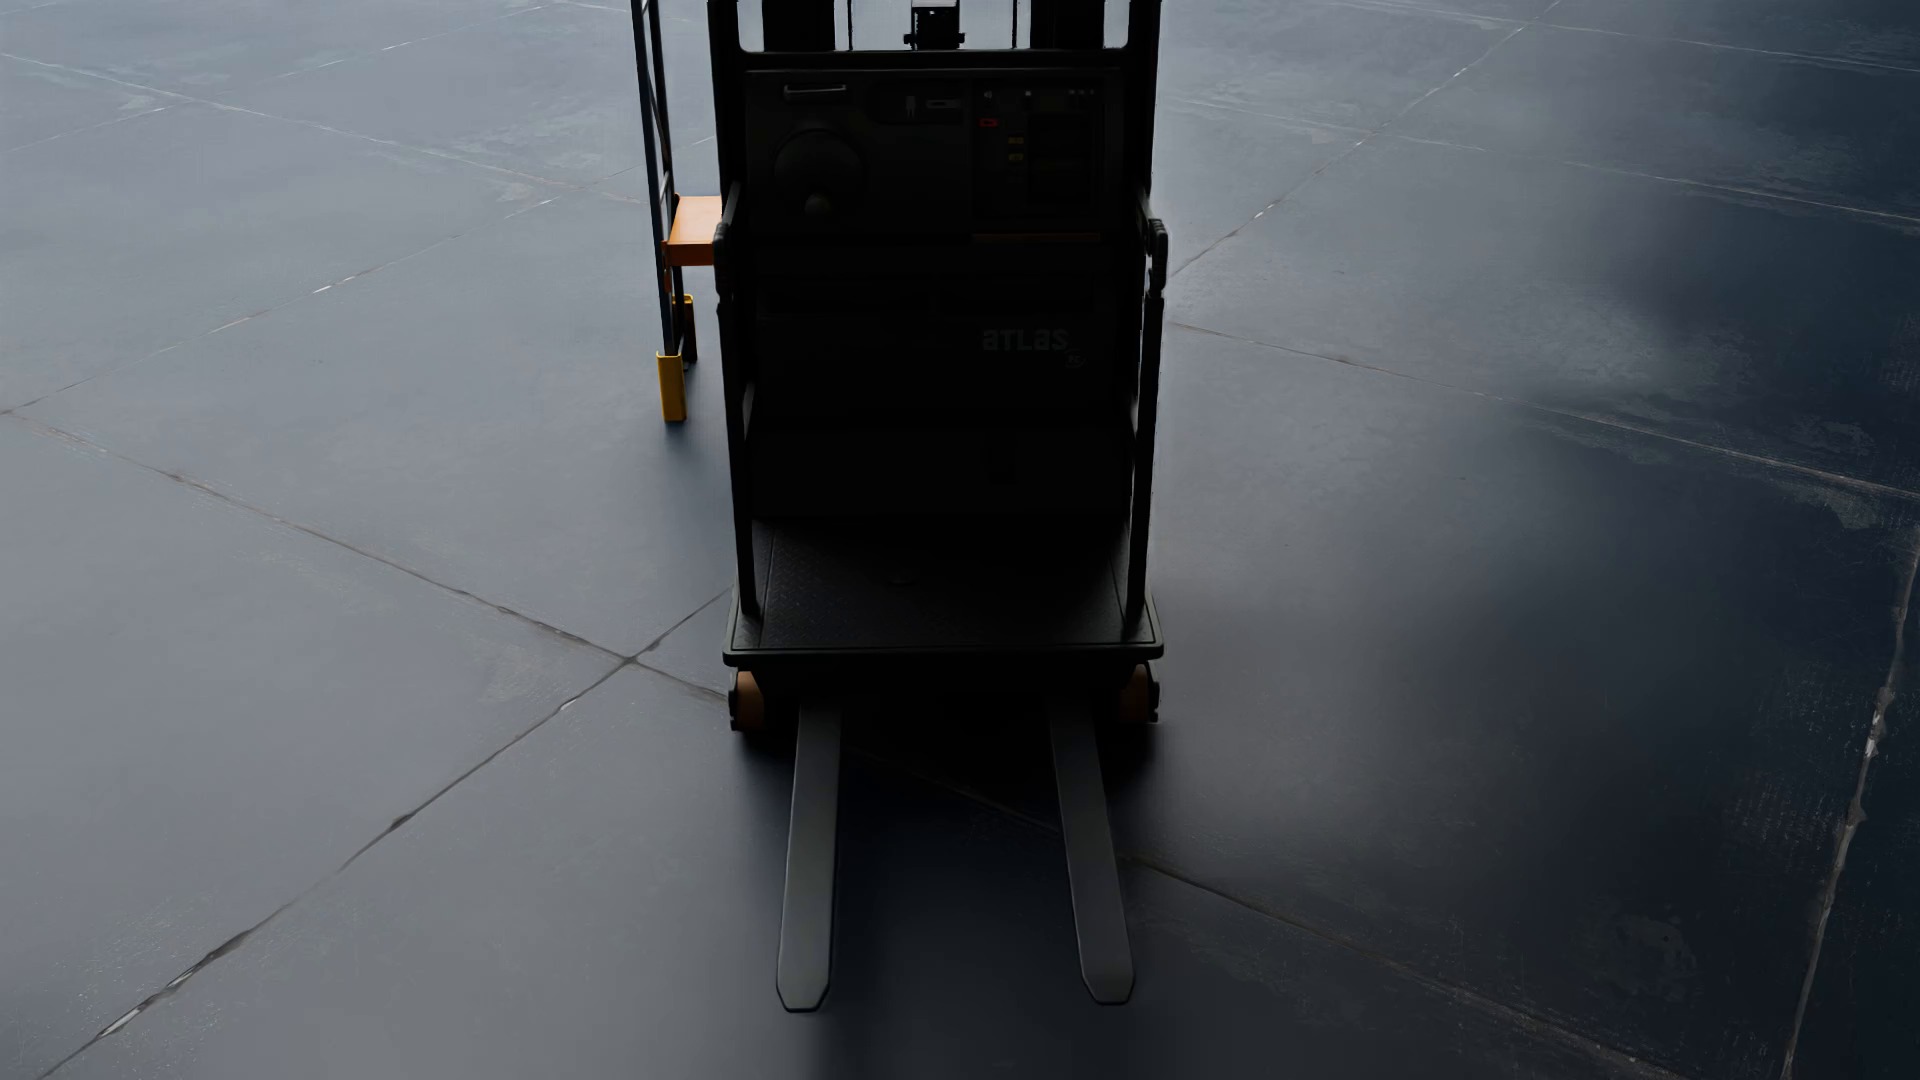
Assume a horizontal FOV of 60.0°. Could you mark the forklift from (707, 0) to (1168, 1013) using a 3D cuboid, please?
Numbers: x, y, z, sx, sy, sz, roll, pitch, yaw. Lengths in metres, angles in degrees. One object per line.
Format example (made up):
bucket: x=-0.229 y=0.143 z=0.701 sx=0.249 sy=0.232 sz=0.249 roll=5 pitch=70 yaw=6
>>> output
forklift: x=-0.053 y=-0.924 z=3.926 sx=1.130 sy=2.935 sz=3.031 roll=-1 pitch=30 yaw=-2

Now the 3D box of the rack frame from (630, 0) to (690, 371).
rack frame: x=-1.048 y=-1.224 z=5.859 sx=0.032 sy=1.500 sz=0.500 roll=-2 pitch=30 yaw=-3

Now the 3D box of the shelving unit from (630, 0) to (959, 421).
shelving unit: x=-0.550 y=-1.239 z=5.886 sx=1.083 sy=1.500 sz=0.587 roll=-2 pitch=30 yaw=-3

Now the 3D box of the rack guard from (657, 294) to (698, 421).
rack guard: x=-1.047 y=-0.684 z=6.174 sx=0.087 sy=0.250 sz=0.587 roll=-2 pitch=30 yaw=-3

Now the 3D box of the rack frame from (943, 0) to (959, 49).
rack frame: x=-0.033 y=-1.256 z=5.914 sx=0.032 sy=1.500 sz=0.500 roll=-2 pitch=30 yaw=-3

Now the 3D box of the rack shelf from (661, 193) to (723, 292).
rack shelf: x=-0.541 y=-1.084 z=5.977 sx=1.000 sy=0.185 sz=0.538 roll=-2 pitch=30 yaw=-3
